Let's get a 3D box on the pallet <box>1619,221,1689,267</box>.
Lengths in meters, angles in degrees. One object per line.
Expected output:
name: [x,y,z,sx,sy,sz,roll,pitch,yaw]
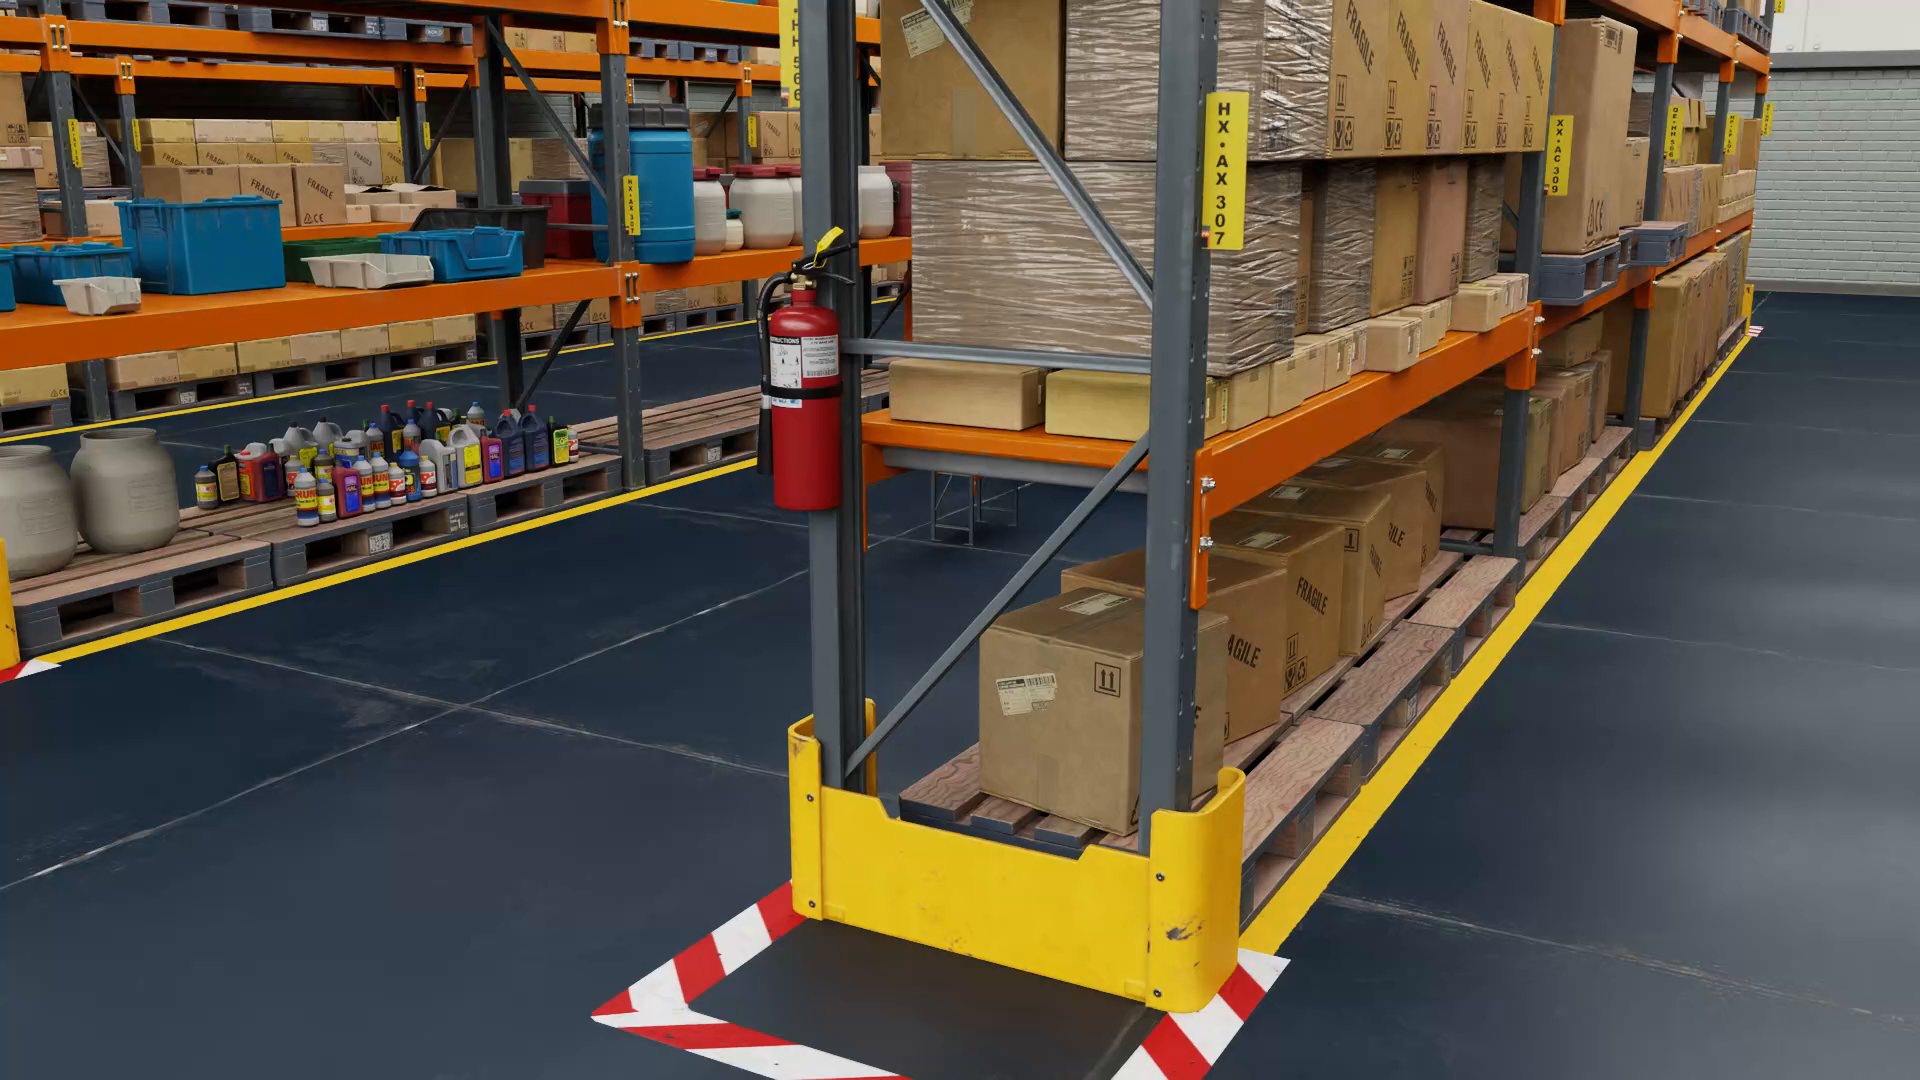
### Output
pallet: [3.701,-1.814,10.067,1.213,0.211,1.003,7,15,28]

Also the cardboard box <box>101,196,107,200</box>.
cardboard box: [-9.123,-3.733,18.110,0.380,0.149,0.250,8,16,29]

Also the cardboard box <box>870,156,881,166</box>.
cardboard box: [-1.322,-4.547,20.782,0.500,0.500,0.500,8,15,28]

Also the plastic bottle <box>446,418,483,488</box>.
plastic bottle: [-2.625,-0.462,8.762,0.144,0.351,0.185,7,15,28]

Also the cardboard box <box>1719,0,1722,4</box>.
cardboard box: [6.212,-4.813,14.375,0.700,0.500,0.500,6,15,25]

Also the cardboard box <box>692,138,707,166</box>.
cardboard box: [-3.209,-4.190,18.405,0.700,0.500,0.500,2,14,9]

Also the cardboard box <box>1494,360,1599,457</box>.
cardboard box: [3.389,-0.809,9.885,0.700,0.500,0.500,6,15,23]

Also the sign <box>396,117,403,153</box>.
sign: [-5.197,-3.773,15.481,0.100,0.325,0.005,7,15,28]

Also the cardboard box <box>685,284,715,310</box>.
cardboard box: [-3.018,-2.774,18.034,0.500,0.500,0.500,7,15,28]

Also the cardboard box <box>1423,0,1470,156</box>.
cardboard box: [1.314,-1.493,5.346,0.500,0.500,0.500,7,15,28]

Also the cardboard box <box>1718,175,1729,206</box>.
cardboard box: [6.342,-3.025,14.365,0.500,0.250,0.500,7,15,27]

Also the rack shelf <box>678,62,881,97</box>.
rack shelf: [-1.817,-5.528,20.199,1.077,0.370,4.000,7,15,28]

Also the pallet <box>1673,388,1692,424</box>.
pallet: [4.990,-1.113,12.698,1.003,0.211,1.213,7,15,28]

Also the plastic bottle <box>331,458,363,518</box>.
plastic bottle: [-2.976,-0.260,8.068,0.061,0.283,0.133,8,16,29]

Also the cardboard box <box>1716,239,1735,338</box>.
cardboard box: [6.710,-2.369,15.595,0.875,0.875,0.875,7,15,28]

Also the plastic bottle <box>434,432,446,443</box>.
plastic bottle: [-2.727,-0.435,8.797,0.061,0.283,0.133,7,15,28]

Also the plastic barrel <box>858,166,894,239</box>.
plastic barrel: [-0.694,-2.446,12.040,0.421,0.512,0.421,0,14,0]

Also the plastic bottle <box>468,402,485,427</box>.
plastic bottle: [-2.855,-0.678,9.828,0.097,0.271,0.097,0,14,0]

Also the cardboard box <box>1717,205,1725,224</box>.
cardboard box: [6.320,-2.787,14.230,0.380,0.149,0.250,7,15,28]

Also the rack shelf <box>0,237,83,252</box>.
rack shelf: [-7.618,-1.608,10.338,1.077,0.370,4.000,7,15,28]

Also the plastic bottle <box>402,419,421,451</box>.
plastic bottle: [-3.035,-0.532,9.221,0.097,0.271,0.097,0,14,0]

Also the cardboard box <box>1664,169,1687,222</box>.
cardboard box: [4.673,-2.289,11.415,0.500,0.500,0.500,7,15,27]

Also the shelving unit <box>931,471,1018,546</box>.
shelving unit: [0.080,-0.617,8.534,0.258,1.200,0.503,7,15,28]

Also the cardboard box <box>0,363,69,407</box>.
cardboard box: [-6.684,-1.116,11.732,0.500,0.250,0.500,7,15,28]

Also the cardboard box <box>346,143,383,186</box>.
cardboard box: [-7.363,-4.544,20.090,0.500,0.500,0.500,8,15,28]

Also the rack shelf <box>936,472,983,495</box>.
rack shelf: [0.080,-0.359,8.596,0.258,0.148,0.480,7,15,28]

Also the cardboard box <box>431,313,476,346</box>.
cardboard box: [-4.758,-1.921,15.071,0.500,0.250,0.500,8,16,29]

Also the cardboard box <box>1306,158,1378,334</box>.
cardboard box: [0.791,-0.941,5.189,0.875,0.500,0.500,7,15,28]

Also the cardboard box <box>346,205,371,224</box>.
cardboard box: [-5.285,-2.799,14.278,0.380,0.149,0.250,9,16,32]

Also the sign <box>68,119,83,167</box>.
sign: [-6.165,-2.765,11.586,0.100,0.325,0.005,7,15,28]

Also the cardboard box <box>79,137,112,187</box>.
cardboard box: [-9.274,-3.914,17.217,0.700,0.500,0.500,5,15,21]

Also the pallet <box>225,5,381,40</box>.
pallet: [-5.505,-4.176,13.458,1.003,0.211,1.213,8,16,31]

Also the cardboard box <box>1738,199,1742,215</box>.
cardboard box: [7.197,-3.161,15.780,0.380,0.149,0.250,8,16,29]

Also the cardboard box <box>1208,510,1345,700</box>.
cardboard box: [0.980,0.208,5.709,0.500,0.500,0.500,9,16,33]

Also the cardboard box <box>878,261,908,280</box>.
cardboard box: [-0.898,-3.689,21.831,0.500,0.500,0.500,7,15,28]

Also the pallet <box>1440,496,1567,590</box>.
pallet: [2.394,-0.049,8.288,1.003,0.211,1.213,7,15,28]

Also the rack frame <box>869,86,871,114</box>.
rack frame: [-0.850,-4.830,22.168,1.000,3.000,0.127,7,15,28]

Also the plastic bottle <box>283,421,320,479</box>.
plastic bottle: [-3.457,-0.450,8.711,0.144,0.351,0.185,8,16,30]

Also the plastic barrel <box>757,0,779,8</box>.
plastic barrel: [-1.287,-4.016,11.474,0.600,0.830,0.708,7,15,28]

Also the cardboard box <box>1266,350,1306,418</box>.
cardboard box: [0.703,-0.432,4.463,0.380,0.149,0.250,7,15,28]

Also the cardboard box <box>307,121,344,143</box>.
cardboard box: [-7.626,-4.804,19.570,0.500,0.250,0.500,8,16,29]

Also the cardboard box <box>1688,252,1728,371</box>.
cardboard box: [5.594,-1.924,13.751,1.225,0.875,0.875,7,15,28]

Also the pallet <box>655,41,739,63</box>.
pallet: [-3.161,-5.250,17.913,1.213,0.211,1.003,7,15,28]

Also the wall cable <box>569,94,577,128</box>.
wall cable: [-5.398,-6.254,25.908,0.084,1.984,1.851,7,15,28]

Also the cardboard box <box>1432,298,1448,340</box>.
cardboard box: [1.524,-0.795,5.965,0.380,0.149,0.250,7,15,28]

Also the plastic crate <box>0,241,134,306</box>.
plastic crate: [-3.952,-1.182,7.355,0.499,0.251,0.408,7,15,28]

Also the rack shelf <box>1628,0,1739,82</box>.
rack shelf: [4.919,-3.584,12.136,1.077,0.370,4.000,7,15,28]

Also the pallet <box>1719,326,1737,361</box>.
pallet: [6.911,-1.929,16.085,1.003,0.211,1.213,7,15,28]

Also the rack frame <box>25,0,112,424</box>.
rack frame: [-6.651,-2.368,11.956,1.000,3.000,0.127,7,15,28]

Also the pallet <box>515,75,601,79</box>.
pallet: [-5.538,-6.652,23.516,1.003,0.211,1.213,7,15,28]

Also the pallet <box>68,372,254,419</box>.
pallet: [-6.329,-1.168,12.928,1.003,0.211,1.213,7,15,28]
